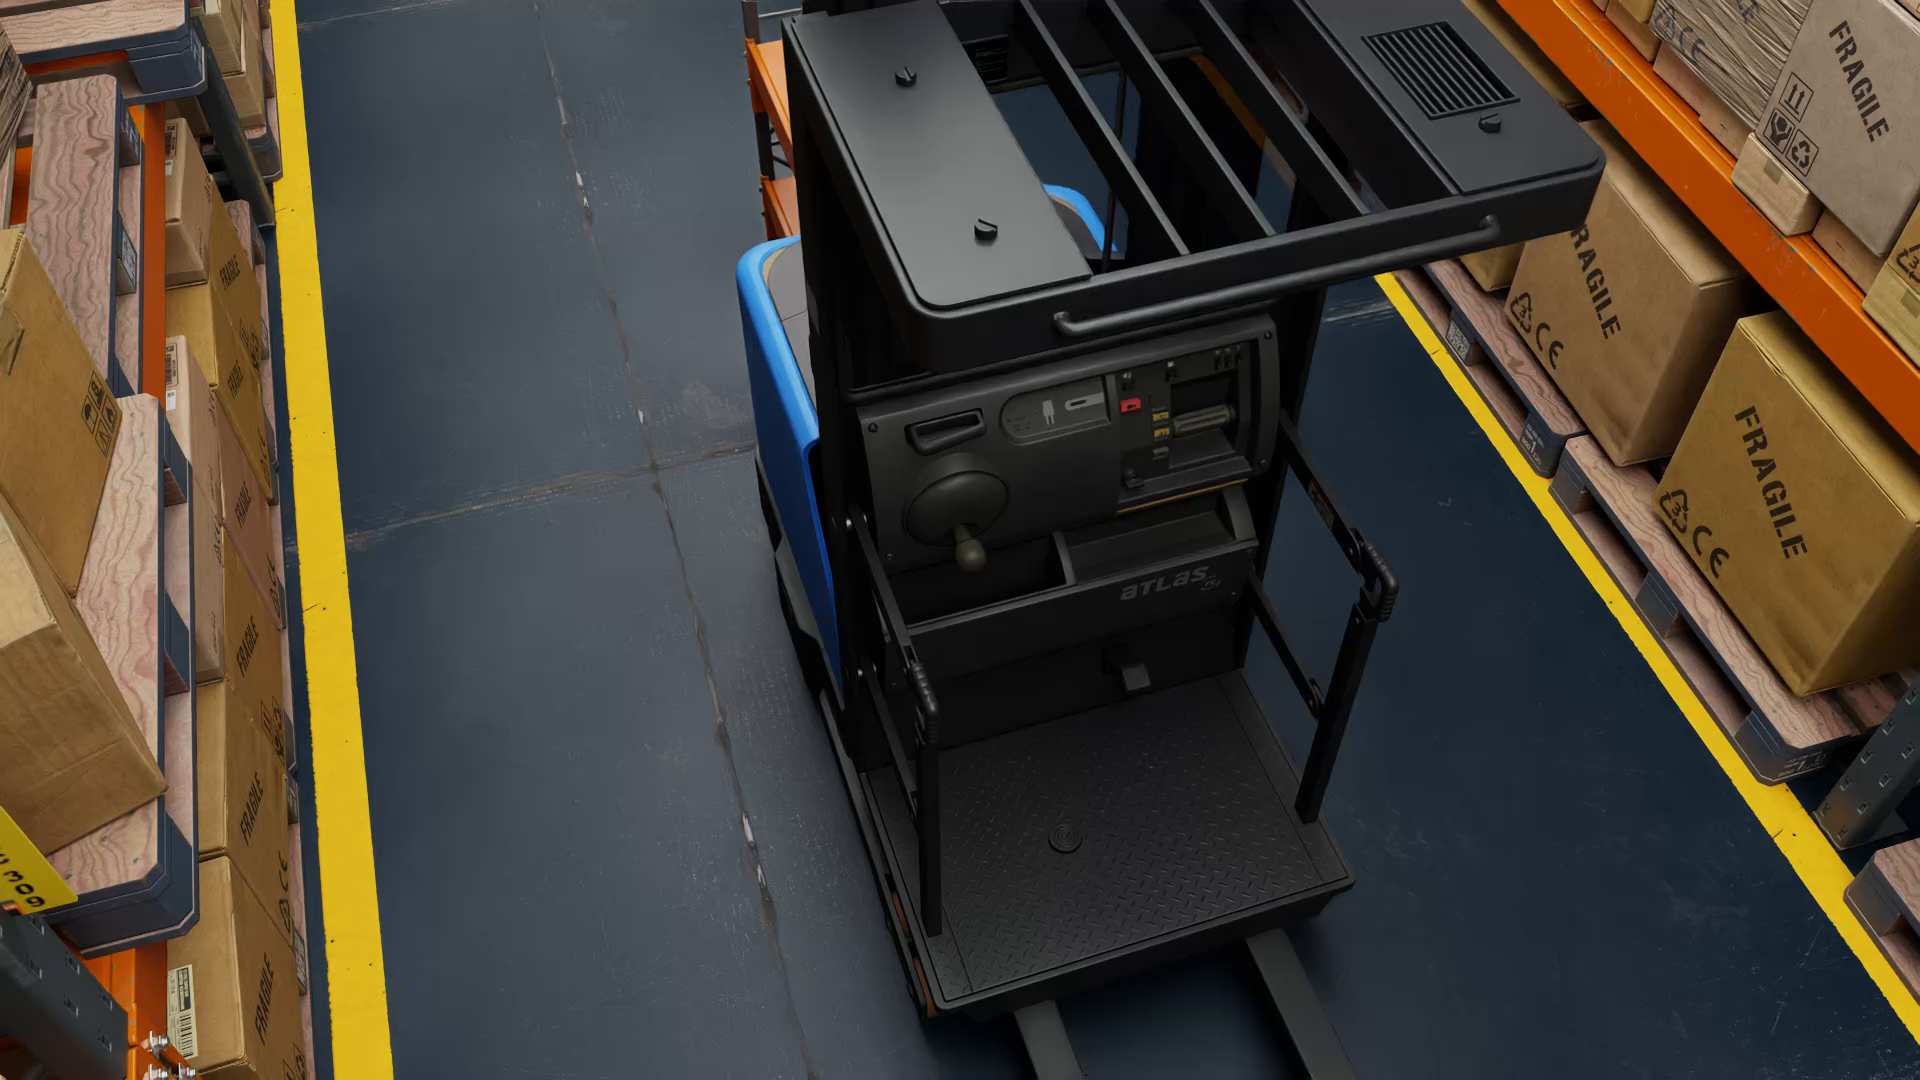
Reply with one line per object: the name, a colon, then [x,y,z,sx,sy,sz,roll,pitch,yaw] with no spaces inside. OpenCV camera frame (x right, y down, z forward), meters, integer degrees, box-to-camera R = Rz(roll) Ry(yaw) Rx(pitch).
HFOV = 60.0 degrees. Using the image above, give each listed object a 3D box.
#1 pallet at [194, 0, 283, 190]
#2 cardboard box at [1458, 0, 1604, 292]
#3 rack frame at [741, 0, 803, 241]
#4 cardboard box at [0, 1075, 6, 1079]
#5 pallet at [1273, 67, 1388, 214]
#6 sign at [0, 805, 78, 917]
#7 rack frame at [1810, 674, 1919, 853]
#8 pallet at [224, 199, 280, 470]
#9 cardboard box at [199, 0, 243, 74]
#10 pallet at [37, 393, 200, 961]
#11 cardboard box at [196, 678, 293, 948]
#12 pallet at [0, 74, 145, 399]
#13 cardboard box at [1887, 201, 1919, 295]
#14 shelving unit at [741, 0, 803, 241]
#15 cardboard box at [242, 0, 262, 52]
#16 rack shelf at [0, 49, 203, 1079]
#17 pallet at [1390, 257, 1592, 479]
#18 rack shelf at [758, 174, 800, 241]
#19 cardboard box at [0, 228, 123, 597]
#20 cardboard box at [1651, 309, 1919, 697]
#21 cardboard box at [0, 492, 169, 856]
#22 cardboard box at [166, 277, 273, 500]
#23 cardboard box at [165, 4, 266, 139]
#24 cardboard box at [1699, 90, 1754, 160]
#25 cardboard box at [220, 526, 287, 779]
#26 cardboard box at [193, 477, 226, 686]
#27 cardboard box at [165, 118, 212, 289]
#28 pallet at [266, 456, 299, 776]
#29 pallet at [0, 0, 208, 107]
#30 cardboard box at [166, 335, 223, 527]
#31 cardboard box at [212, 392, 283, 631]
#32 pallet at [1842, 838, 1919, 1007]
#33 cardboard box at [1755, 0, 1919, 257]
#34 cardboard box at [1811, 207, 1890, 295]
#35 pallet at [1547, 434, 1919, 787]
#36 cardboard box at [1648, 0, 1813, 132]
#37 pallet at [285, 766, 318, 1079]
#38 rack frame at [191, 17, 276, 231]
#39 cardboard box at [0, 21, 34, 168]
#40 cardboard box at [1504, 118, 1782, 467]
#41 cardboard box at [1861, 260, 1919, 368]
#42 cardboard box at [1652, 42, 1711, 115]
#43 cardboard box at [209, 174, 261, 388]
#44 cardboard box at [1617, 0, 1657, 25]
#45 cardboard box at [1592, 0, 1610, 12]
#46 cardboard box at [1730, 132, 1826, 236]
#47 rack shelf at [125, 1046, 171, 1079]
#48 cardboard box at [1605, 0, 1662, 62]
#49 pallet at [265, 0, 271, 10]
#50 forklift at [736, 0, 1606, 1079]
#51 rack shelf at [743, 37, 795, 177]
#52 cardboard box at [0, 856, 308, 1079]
pallet: [-3.268,-1.782,6.614,1.003,0.211,1.213,-13,51,-11]
cardboard box: [2.014,-1.428,5.624,0.750,0.750,0.750,-14,51,-11]
rack frame: [-0.446,-1.393,5.689,0.500,1.125,0.032,-14,51,-12]
cardboard box: [-1.486,1.125,2.274,0.500,0.500,0.500,-13,51,-10]
pallet: [1.830,-1.702,6.547,1.003,0.211,1.213,-13,51,-11]
sign: [-1.363,0.443,2.348,0.100,0.325,0.005,-13,51,-11]
rack frame: [2.852,-0.272,3.518,1.000,3.000,0.127,-13,51,-11]
pallet: [-2.878,-0.618,5.633,1.003,0.211,1.213,-13,51,-11]
cardboard box: [-2.937,-1.950,6.089,0.500,0.311,0.500,-12,51,-10]
pallet: [-2.011,0.304,3.157,1.003,0.211,1.213,-13,51,-11]
cardboard box: [-1.958,0.719,4.029,0.500,0.500,0.500,-13,51,-10]
pallet: [-2.483,-0.590,3.911,1.003,0.211,1.213,-13,51,-11]
cardboard box: [2.474,-0.687,3.594,0.500,0.500,0.500,-14,51,-12]
shelving unit: [-0.287,-1.024,5.377,0.538,1.125,1.048,-14,51,-12]
cardboard box: [-3.086,-2.136,6.613,0.500,0.250,0.500,-15,51,-12]
rack shelf: [-2.471,-0.378,4.078,1.077,0.370,4.000,-13,51,-11]
pallet: [2.187,-0.813,5.797,1.003,0.211,1.213,-13,51,-11]
rack shelf: [-0.287,-0.866,5.564,0.538,0.278,1.000,-14,51,-12]
cardboard box: [-2.070,-0.202,3.118,0.700,0.500,0.500,-6,50,-5]
cardboard box: [2.535,-0.160,4.554,0.750,0.750,0.750,-13,51,-11]
cardboard box: [-1.806,0.286,2.707,0.700,0.500,0.500,-30,56,-23]
cardboard box: [-2.409,-0.399,4.972,0.500,0.500,0.500,-15,51,-12]
cardboard box: [-2.937,-1.769,6.303,0.500,0.250,0.500,-13,51,-11]
cardboard box: [2.207,-1.132,4.394,0.380,0.149,0.250,-13,51,-11]
cardboard box: [-2.099,0.352,4.338,0.500,0.500,0.500,-13,51,-11]
cardboard box: [-2.085,0.134,4.032,0.500,0.250,0.500,-13,51,-11]
cardboard box: [-2.541,-0.979,4.970,0.500,0.250,0.500,-12,51,-10]
pallet: [-2.520,0.271,4.883,1.003,0.211,1.213,-13,51,-11]
pallet: [-2.795,-1.530,4.703,1.213,0.211,1.003,-13,51,-11]
cardboard box: [-2.234,-0.232,4.341,0.500,0.250,0.500,-14,51,-12]
cardboard box: [-2.248,-0.017,4.650,0.500,0.500,0.500,-15,52,-12]
pallet: [3.002,1.200,4.101,1.003,0.211,1.213,-13,51,-11]
cardboard box: [2.314,-1.057,3.906,0.500,0.500,0.500,-13,51,-11]
cardboard box: [2.351,-0.759,4.079,0.380,0.149,0.250,-12,51,-10]
pallet: [2.552,0.080,5.045,1.003,0.211,1.213,-13,51,-11]
cardboard box: [2.174,-1.426,4.217,0.500,0.500,0.500,-13,51,-11]
pallet: [-2.156,1.164,4.131,1.003,0.211,1.213,-13,51,-11]
rack frame: [-3.062,-2.071,5.034,1.000,3.000,0.127,-13,51,-11]
cardboard box: [-2.680,-1.093,3.869,0.700,0.500,0.500,-5,50,-4]
cardboard box: [2.270,-0.809,5.101,0.750,0.750,0.750,-12,51,-10]
cardboard box: [2.384,-0.560,3.911,0.380,0.149,0.250,-12,51,-10]
cardboard box: [2.147,-1.318,4.551,0.380,0.149,0.250,-15,51,-12]
cardboard box: [-2.561,-0.777,5.290,0.500,0.500,0.500,-12,51,-10]
cardboard box: [2.021,-1.790,4.524,0.500,0.500,0.500,-12,51,-10]
cardboard box: [2.009,-1.709,4.880,0.380,0.149,0.250,-13,51,-11]
cardboard box: [2.216,-0.939,4.231,0.380,0.149,0.250,-13,51,-11]
rack shelf: [-1.288,2.543,1.615,1.077,0.370,4.000,-13,51,-11]
cardboard box: [2.080,-1.515,4.717,0.380,0.149,0.250,-12,51,-10]
pallet: [-3.626,-2.672,7.364,1.003,0.211,1.213,-13,51,-11]
forklift: [0.317,-0.095,3.413,1.130,2.935,3.031,-14,51,-12]
rack shelf: [-0.287,-1.212,5.154,0.538,0.278,1.000,-14,51,-12]
cardboard box: [-1.790,1.106,3.703,0.500,0.500,0.500,-15,52,-13]
